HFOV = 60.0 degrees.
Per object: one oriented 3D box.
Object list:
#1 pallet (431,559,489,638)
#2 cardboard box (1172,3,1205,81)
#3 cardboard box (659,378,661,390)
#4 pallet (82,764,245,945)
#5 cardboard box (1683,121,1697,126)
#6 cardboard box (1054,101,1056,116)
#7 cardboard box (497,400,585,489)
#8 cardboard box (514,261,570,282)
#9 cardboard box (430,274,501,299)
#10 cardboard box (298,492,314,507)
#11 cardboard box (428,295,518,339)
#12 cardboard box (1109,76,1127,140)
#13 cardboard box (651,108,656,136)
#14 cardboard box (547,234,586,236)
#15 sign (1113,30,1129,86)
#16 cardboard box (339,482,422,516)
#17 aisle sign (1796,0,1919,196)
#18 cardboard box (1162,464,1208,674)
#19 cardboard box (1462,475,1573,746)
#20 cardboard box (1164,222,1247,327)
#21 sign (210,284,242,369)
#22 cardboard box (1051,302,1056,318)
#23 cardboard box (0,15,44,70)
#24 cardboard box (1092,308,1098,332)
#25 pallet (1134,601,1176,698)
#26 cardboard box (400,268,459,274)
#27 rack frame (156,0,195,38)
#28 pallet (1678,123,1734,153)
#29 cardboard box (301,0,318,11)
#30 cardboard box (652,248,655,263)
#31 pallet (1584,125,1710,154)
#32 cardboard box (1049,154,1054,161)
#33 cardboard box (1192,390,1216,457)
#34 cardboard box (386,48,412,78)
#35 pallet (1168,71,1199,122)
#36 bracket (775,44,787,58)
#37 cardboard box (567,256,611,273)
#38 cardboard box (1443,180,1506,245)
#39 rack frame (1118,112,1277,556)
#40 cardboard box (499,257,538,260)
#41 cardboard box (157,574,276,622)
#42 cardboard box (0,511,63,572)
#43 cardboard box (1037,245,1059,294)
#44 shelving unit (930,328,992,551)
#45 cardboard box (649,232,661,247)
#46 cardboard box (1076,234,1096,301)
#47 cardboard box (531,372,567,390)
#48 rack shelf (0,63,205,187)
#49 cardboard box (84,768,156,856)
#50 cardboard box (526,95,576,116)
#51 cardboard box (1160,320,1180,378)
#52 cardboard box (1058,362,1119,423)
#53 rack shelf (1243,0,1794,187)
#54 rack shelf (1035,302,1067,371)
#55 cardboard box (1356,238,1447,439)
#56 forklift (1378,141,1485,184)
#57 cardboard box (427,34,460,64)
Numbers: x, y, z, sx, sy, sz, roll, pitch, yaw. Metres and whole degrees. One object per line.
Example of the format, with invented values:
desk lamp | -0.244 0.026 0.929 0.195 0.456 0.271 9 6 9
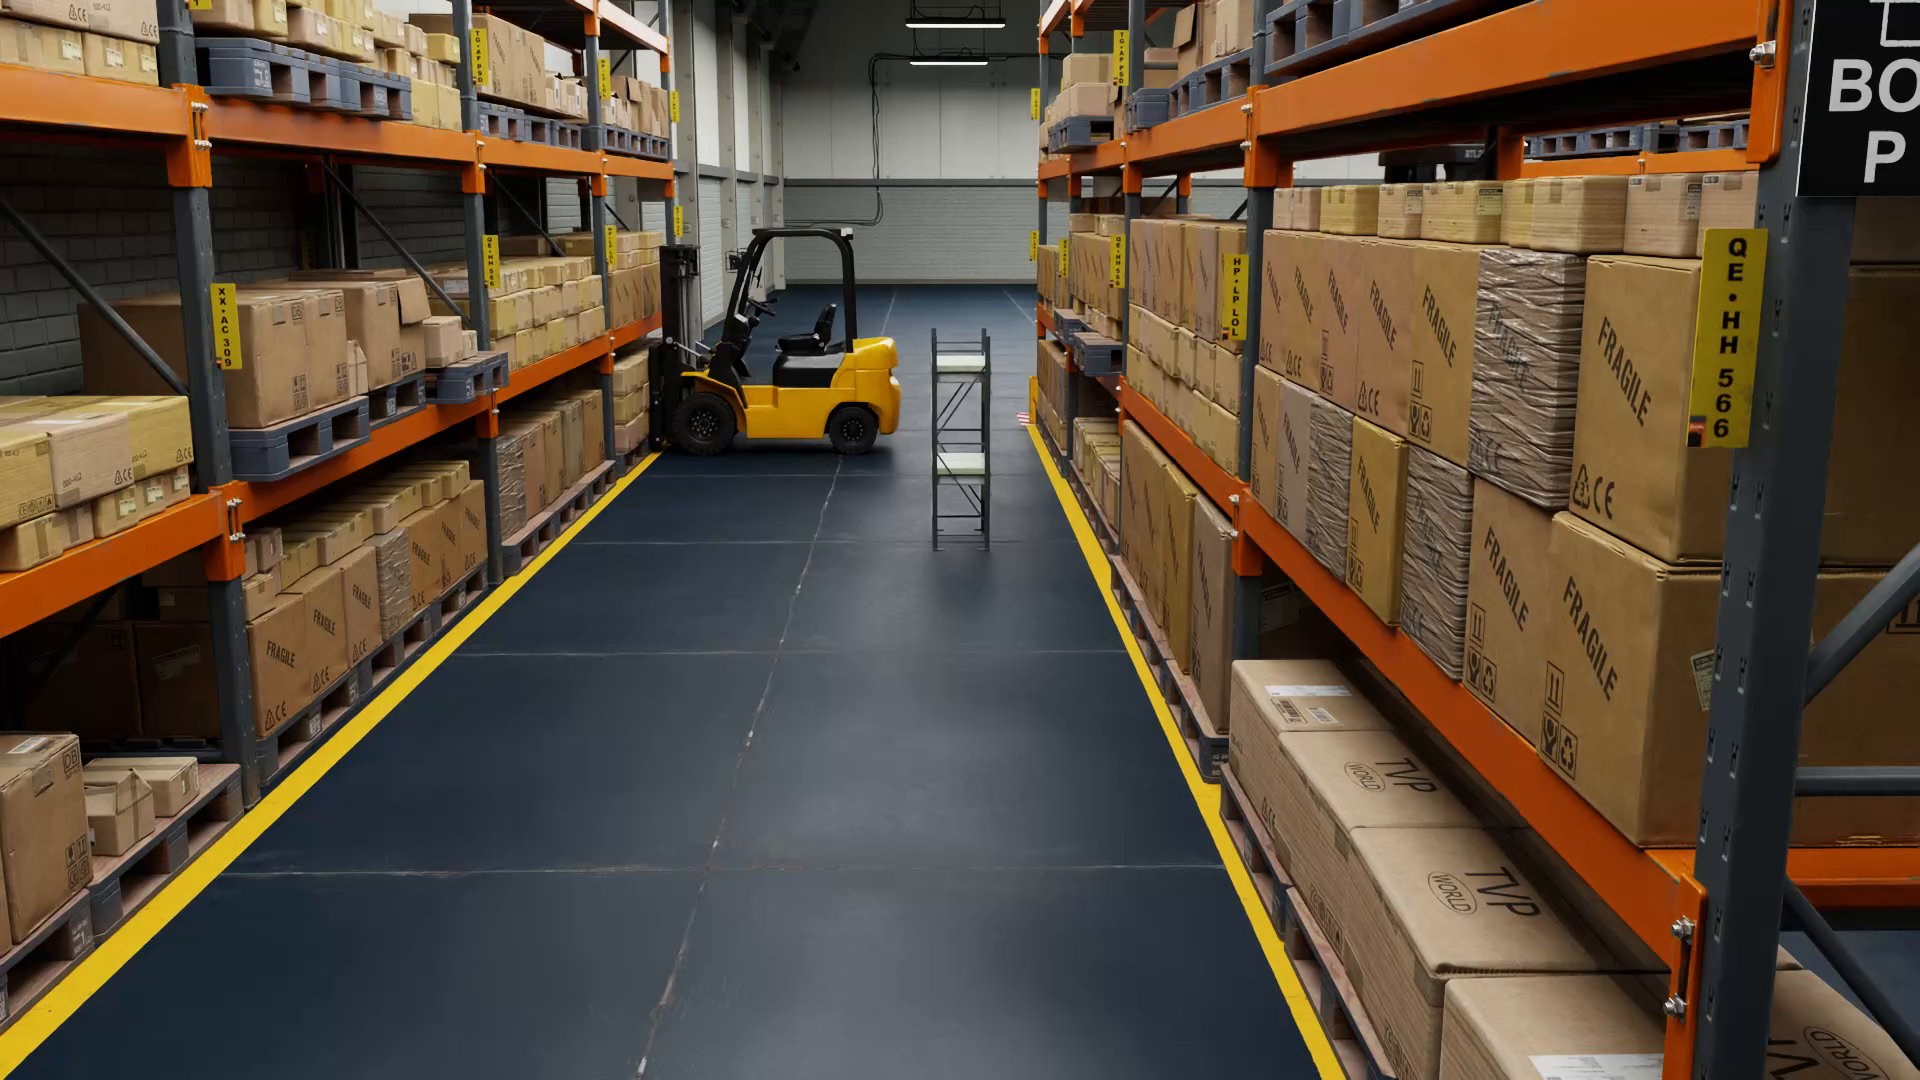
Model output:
pallet | -3.460 0.331 9.897 1.003 0.211 1.213 0 11 -1
cardboard box | 1.684 -2.857 9.739 0.797 0.503 0.637 -1 12 -5
cardboard box | -3.242 -1.480 16.414 0.500 0.250 0.500 0 11 -1
pallet | -3.342 1.114 6.037 1.003 0.211 1.213 0 11 -1
cardboard box | 6.714 -3.768 14.867 0.380 0.149 0.250 0 11 -1
cardboard box | 1.090 -4.108 15.846 0.380 0.149 0.250 0 11 0
cardboard box | -3.490 -0.763 13.194 0.875 0.625 0.625 0 11 -2
cardboard box | -3.235 -2.075 12.860 0.380 0.149 0.250 -1 11 -3
cardboard box | -3.150 -1.616 10.595 0.380 0.149 0.250 0 11 1
cardboard box | -3.708 -0.170 8.951 0.380 0.149 0.250 0 11 -2
cardboard box | -3.178 -1.445 10.757 0.500 0.250 0.500 0 11 -1
cardboard box | 1.465 -3.029 11.641 0.797 0.503 0.637 0 11 -1
cardboard box | -3.277 -4.220 16.799 0.396 0.266 0.258 0 11 -1
cardboard box | -3.797 -2.859 15.978 0.380 0.149 0.250 0 11 0
sign | 0.982 -2.927 10.097 0.100 0.325 0.005 0 11 -1
cardboard box | -3.216 -0.226 9.230 0.380 0.149 0.250 0 11 1
aisle sign | 1.382 -0.873 2.282 0.394 0.787 0.004 0 11 -1
cardboard box | 1.488 0.123 8.197 0.875 0.875 0.875 0 11 0
cardboard box | 1.420 0.141 3.567 0.500 0.500 0.500 0 11 -2
cardboard box | 1.313 -1.343 8.371 0.500 0.500 0.500 0 11 0
sign | -2.813 -0.817 6.365 0.100 0.325 0.005 0 11 -1
cardboard box | 1.090 -2.244 16.207 0.380 0.149 0.250 0 11 -1
cardboard box | -3.053 -1.515 5.069 0.380 0.149 0.250 0 11 -1
cardboard box | 1.138 -1.560 11.779 0.380 0.149 0.250 0 11 0
pallet | 1.488 0.560 8.767 1.003 0.211 1.213 0 11 -1
cardboard box | -3.711 -1.819 11.598 0.380 0.149 0.250 0 11 -1
rack frame | -3.355 -3.329 5.836 1.000 3.000 0.127 0 11 -1
pallet | 6.457 -3.235 13.398 0.805 0.209 1.217 -1 11 -3
cardboard box | -2.994 -2.352 7.140 0.380 0.149 0.250 0 11 -2
cardboard box | -3.290 -2.869 16.773 0.380 0.149 0.250 -1 11 -3
pallet | 6.383 -3.630 15.087 1.003 0.211 1.213 0 11 -1
cardboard box | 1.072 -3.818 16.424 0.380 0.149 0.250 0 11 -1
cardboard box | 1.337 -0.526 7.485 0.500 0.250 0.500 0 11 -2
cardboard box | -3.175 -2.553 8.931 0.380 0.149 0.250 0 11 -1
pallet | 1.617 -2.233 8.451 1.003 0.211 1.213 0 11 1
bracket | -4.693 -12.707 43.006 0.076 0.066 4.783 0 11 -1
cardboard box | -3.264 -2.411 14.514 0.380 0.149 0.250 0 11 -2
cardboard box | 1.401 -0.796 4.040 0.380 0.149 0.250 0 11 0
rack frame | 1.525 -1.205 10.456 1.000 3.000 0.127 0 11 -1
cardboard box | -3.727 -2.275 13.848 0.380 0.149 0.250 0 11 -2
cardboard box | -3.096 0.240 6.931 0.380 0.149 0.250 0 11 2
cardboard box | -3.028 0.003 5.134 0.380 0.149 0.250 0 11 -2
cardboard box | 1.092 -2.895 17.785 0.500 0.500 0.500 0 11 -2
shelving unit | 0.000 -0.736 11.917 0.431 1.500 0.755 0 11 -1
cardboard box | -3.316 -3.116 17.243 0.380 0.149 0.250 0 11 0
cardboard box | 1.173 -2.109 12.853 0.500 0.500 0.500 0 11 -1
cardboard box | -3.724 -1.425 14.881 0.500 0.250 0.500 0 11 0
rack shelf | -3.314 -1.109 4.246 1.077 0.370 4.000 0 11 -1
cardboard box | -3.042 0.926 5.773 0.396 0.266 0.258 0 11 1
cardboard box | -3.194 -3.364 12.875 0.380 0.149 0.250 0 11 -1
cardboard box | 1.293 -0.972 8.427 0.500 0.250 0.500 0 11 0
cardboard box | 1.162 -1.343 15.106 0.500 0.500 0.500 0 11 -2
rack shelf | 1.649 -1.130 4.350 1.077 0.370 4.000 0 11 -1
rack shelf | 1.401 -2.045 16.406 1.077 0.370 4.000 0 11 -1
cardboard box | 1.387 -0.551 4.464 0.500 0.500 0.500 0 11 -2
forklift | 3.926 -1.549 12.324 3.031 2.935 1.130 -4 12 -20
cardboard box | -3.135 -2.855 9.668 0.380 0.149 0.250 0 11 1
